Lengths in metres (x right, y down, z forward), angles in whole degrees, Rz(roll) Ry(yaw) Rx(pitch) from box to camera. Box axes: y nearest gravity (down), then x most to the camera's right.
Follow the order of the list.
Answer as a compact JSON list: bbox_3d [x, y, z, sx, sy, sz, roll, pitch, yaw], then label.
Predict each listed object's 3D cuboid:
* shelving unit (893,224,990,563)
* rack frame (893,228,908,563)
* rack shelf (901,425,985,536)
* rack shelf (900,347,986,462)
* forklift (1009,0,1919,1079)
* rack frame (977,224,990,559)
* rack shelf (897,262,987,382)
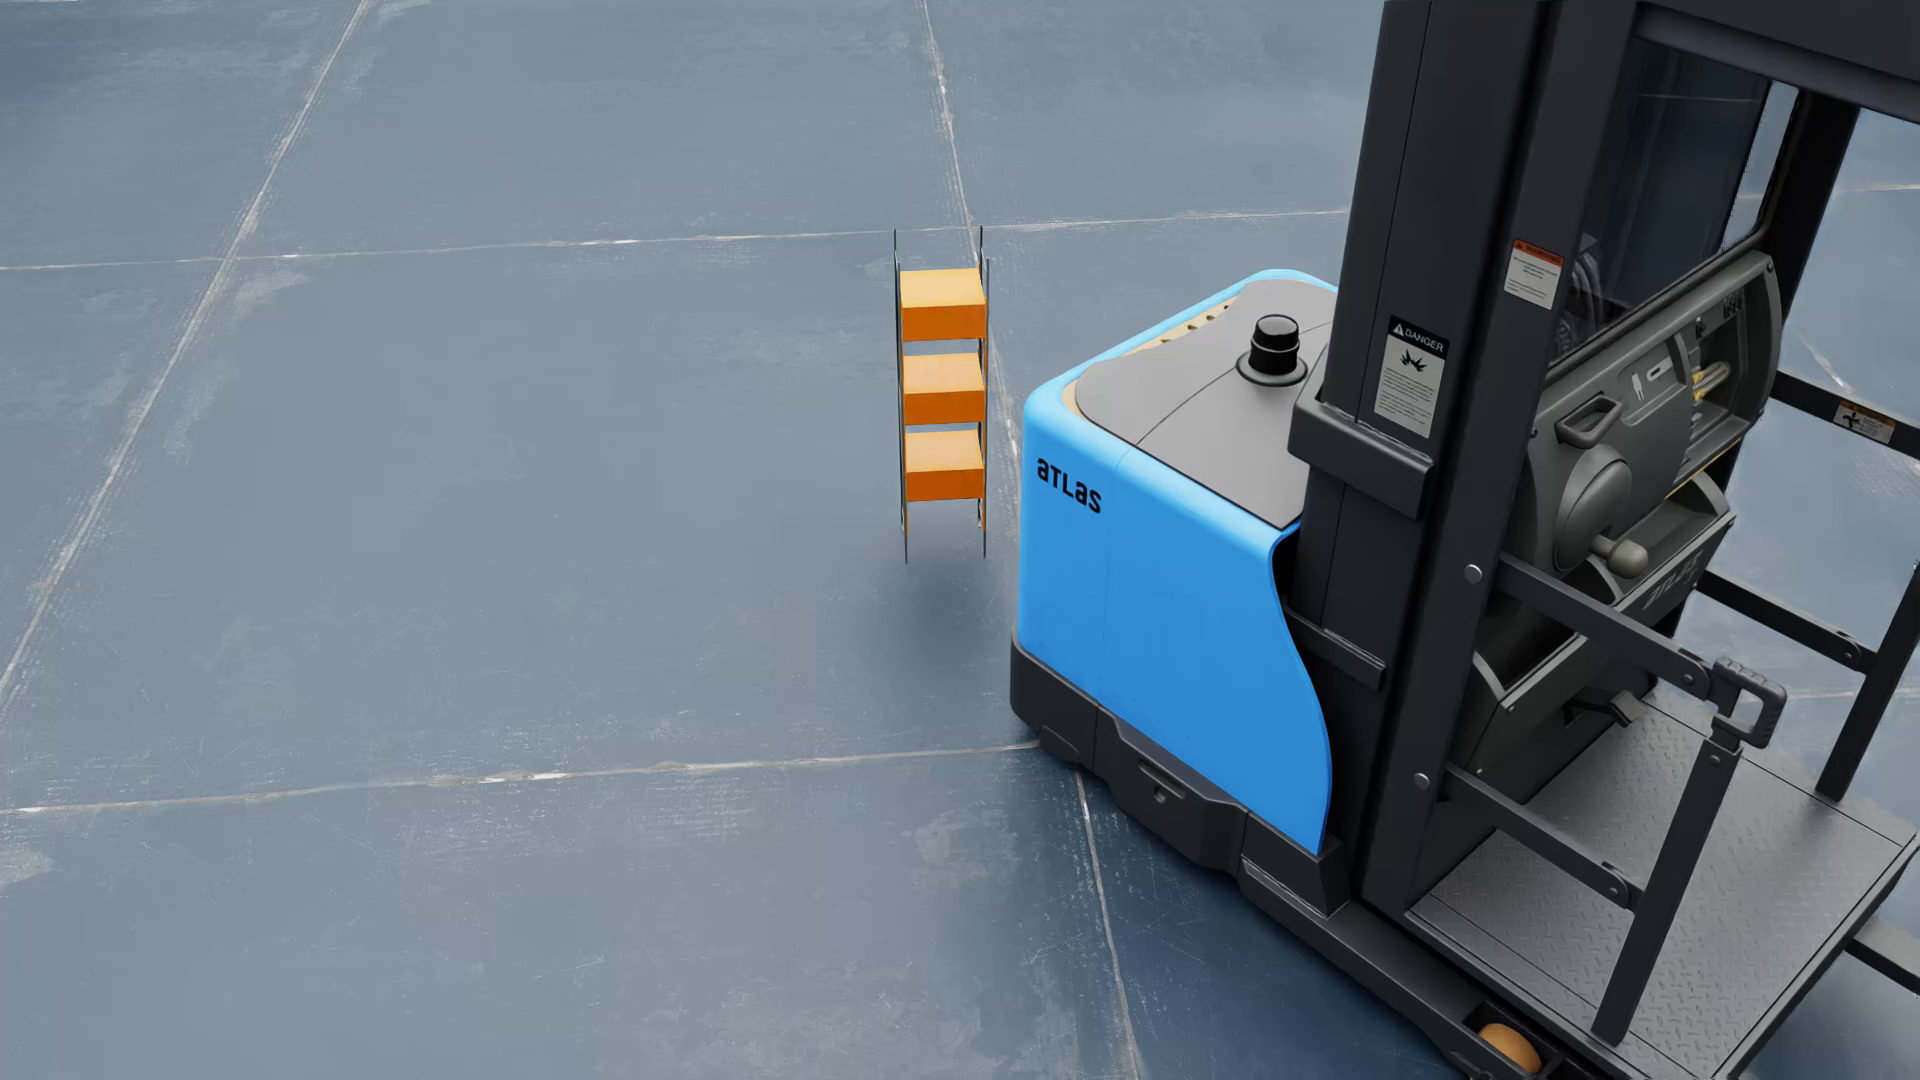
[{"bbox_3d":[-0.053,-0.409,4.921,0.252,1.050,0.215,-3,38,-4],"label":"shelving unit"},{"bbox_3d":[-0.175,-0.403,4.913,0.008,1.050,0.200,-3,38,-4],"label":"rack frame"},{"bbox_3d":[-0.053,-0.183,5.100,0.240,0.259,0.215,-3,38,-4],"label":"rack shelf"},{"bbox_3d":[-0.053,-0.401,4.928,0.240,0.259,0.215,-3,38,-4],"label":"rack shelf"},{"bbox_3d":[1.503,-0.186,3.120,1.130,2.935,3.031,-30,47,-32],"label":"forklift"},{"bbox_3d":[0.068,-0.416,4.930,0.008,1.050,0.200,-3,38,-4],"label":"rack frame"},{"bbox_3d":[-0.053,-0.624,4.752,0.240,0.259,0.215,-3,38,-4],"label":"rack shelf"}]
